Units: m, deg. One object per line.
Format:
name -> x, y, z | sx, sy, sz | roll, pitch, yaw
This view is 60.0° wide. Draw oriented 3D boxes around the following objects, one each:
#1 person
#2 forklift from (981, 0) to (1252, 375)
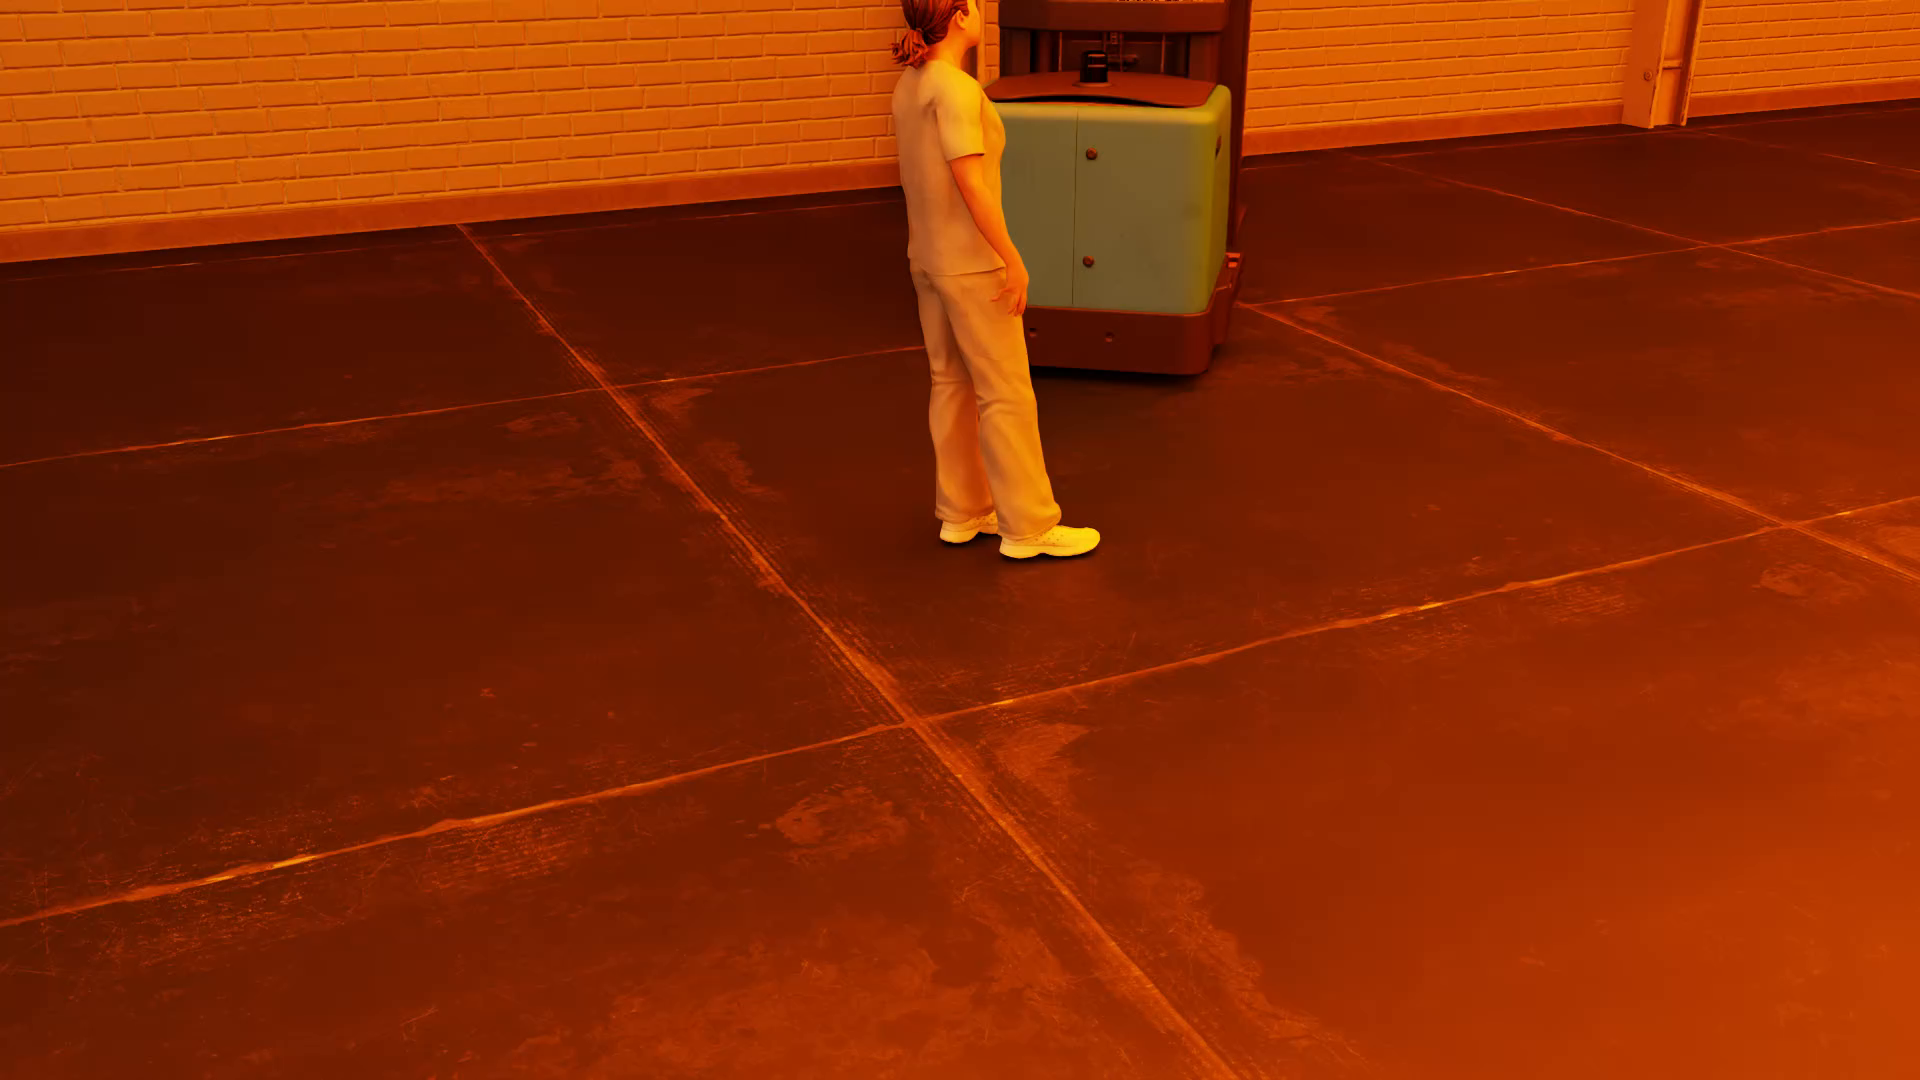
person -> 0.073, -0.788, 4.800 | 0.548, 1.673, 0.550 | -10, 25, -23
forklift -> 0.768, -2.530, 7.375 | 1.130, 2.935, 3.031 | 5, 23, 12
